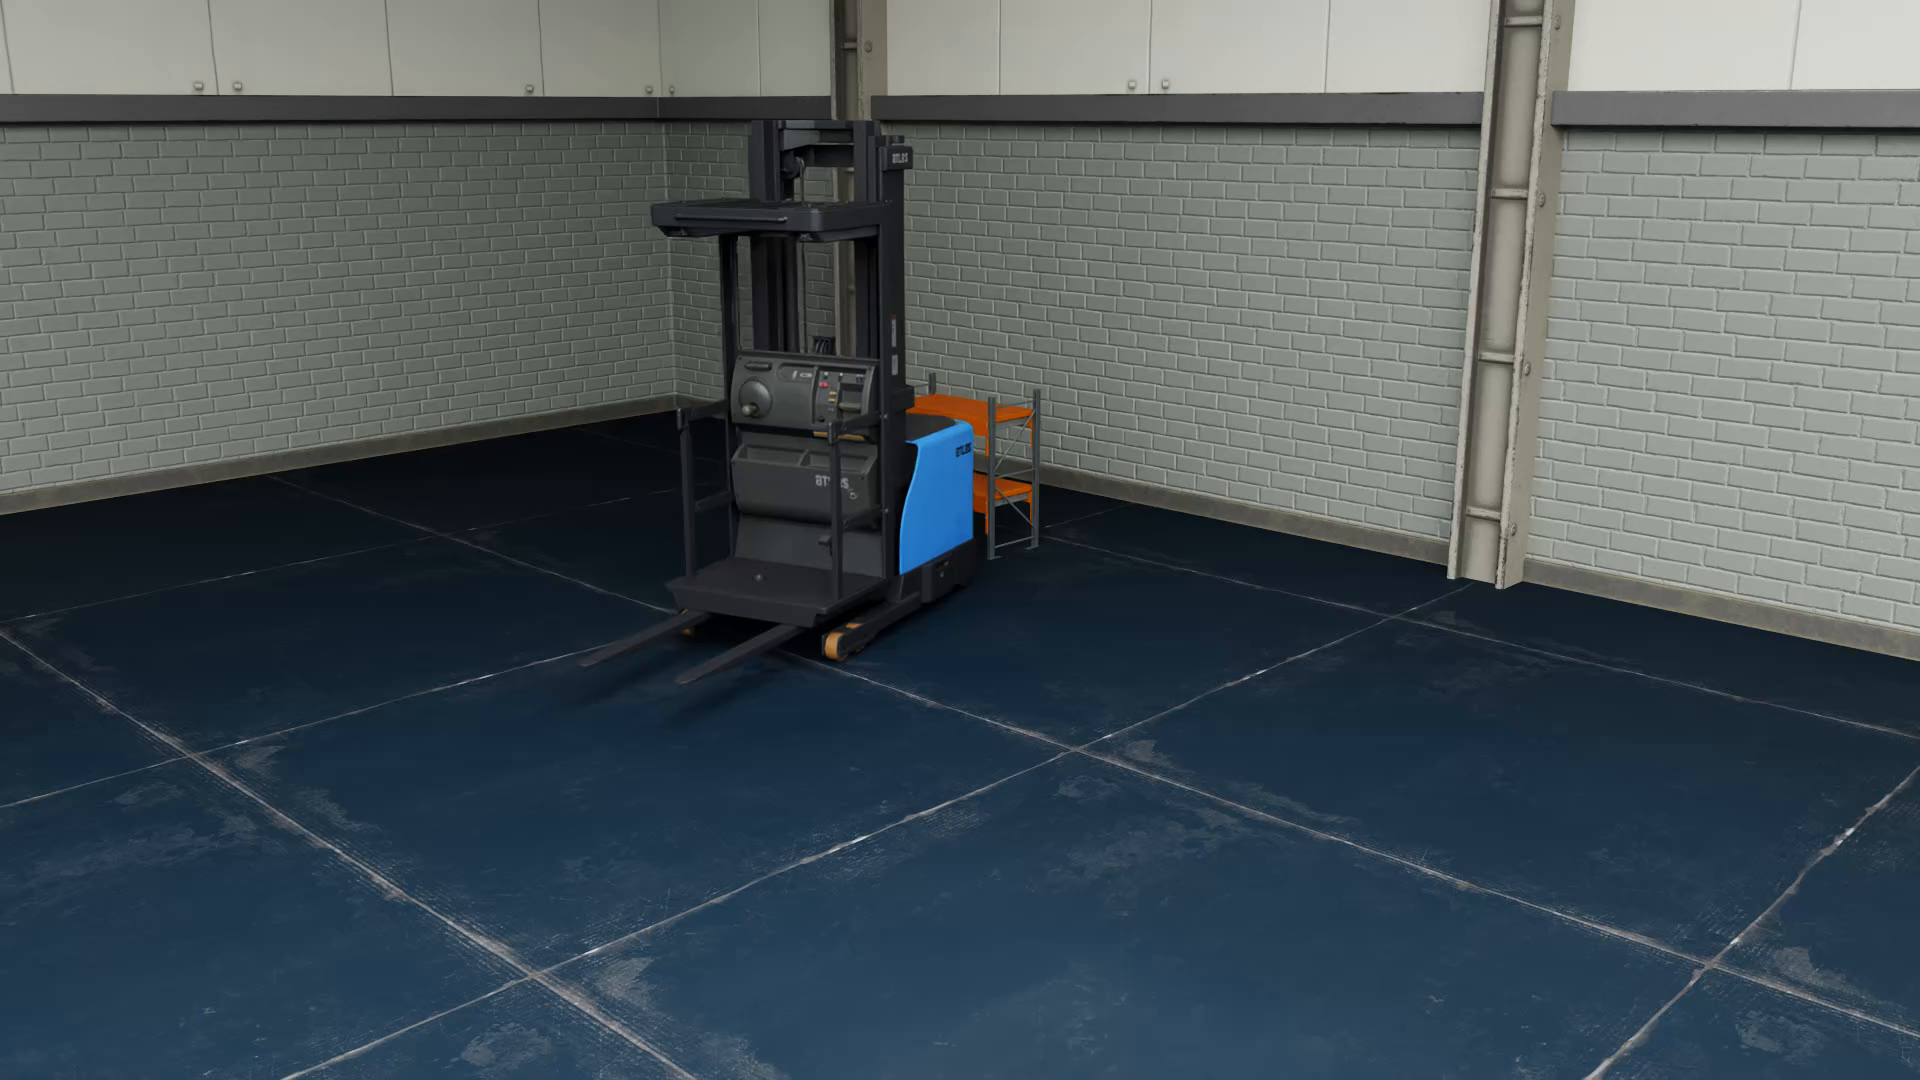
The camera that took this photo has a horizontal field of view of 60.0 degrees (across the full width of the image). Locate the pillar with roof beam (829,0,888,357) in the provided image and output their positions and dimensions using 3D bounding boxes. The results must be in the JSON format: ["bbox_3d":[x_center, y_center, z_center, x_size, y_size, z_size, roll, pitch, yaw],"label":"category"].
[{"bbox_3d":[-3.848,-4.368,10.848,0.400,9.000,9.100,14,20,42],"label":"pillar with roof beam"}]

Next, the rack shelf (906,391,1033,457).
[{"bbox_3d":[0.005,-0.826,11.712,1.000,0.278,0.538,14,20,42],"label":"rack shelf"}]

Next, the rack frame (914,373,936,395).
[{"bbox_3d":[-0.361,-0.632,12.127,0.032,1.125,0.500,14,20,42],"label":"rack frame"}]

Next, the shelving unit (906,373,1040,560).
[{"bbox_3d":[0.005,-0.543,11.786,1.048,1.125,0.538,14,20,42],"label":"shelving unit"}]

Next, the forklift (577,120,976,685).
[{"bbox_3d":[-1.007,-0.865,9.439,1.130,2.935,3.031,7,16,26],"label":"forklift"}]

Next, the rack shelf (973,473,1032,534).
[{"bbox_3d":[0.005,-0.307,11.847,1.000,0.278,0.538,14,20,42],"label":"rack shelf"}]

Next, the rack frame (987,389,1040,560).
[{"bbox_3d":[0.371,-0.454,11.444,0.032,1.125,0.500,14,20,42],"label":"rack frame"}]

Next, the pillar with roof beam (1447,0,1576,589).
[{"bbox_3d":[0.471,-3.318,6.818,0.400,9.000,9.100,14,20,42],"label":"pillar with roof beam"}]
